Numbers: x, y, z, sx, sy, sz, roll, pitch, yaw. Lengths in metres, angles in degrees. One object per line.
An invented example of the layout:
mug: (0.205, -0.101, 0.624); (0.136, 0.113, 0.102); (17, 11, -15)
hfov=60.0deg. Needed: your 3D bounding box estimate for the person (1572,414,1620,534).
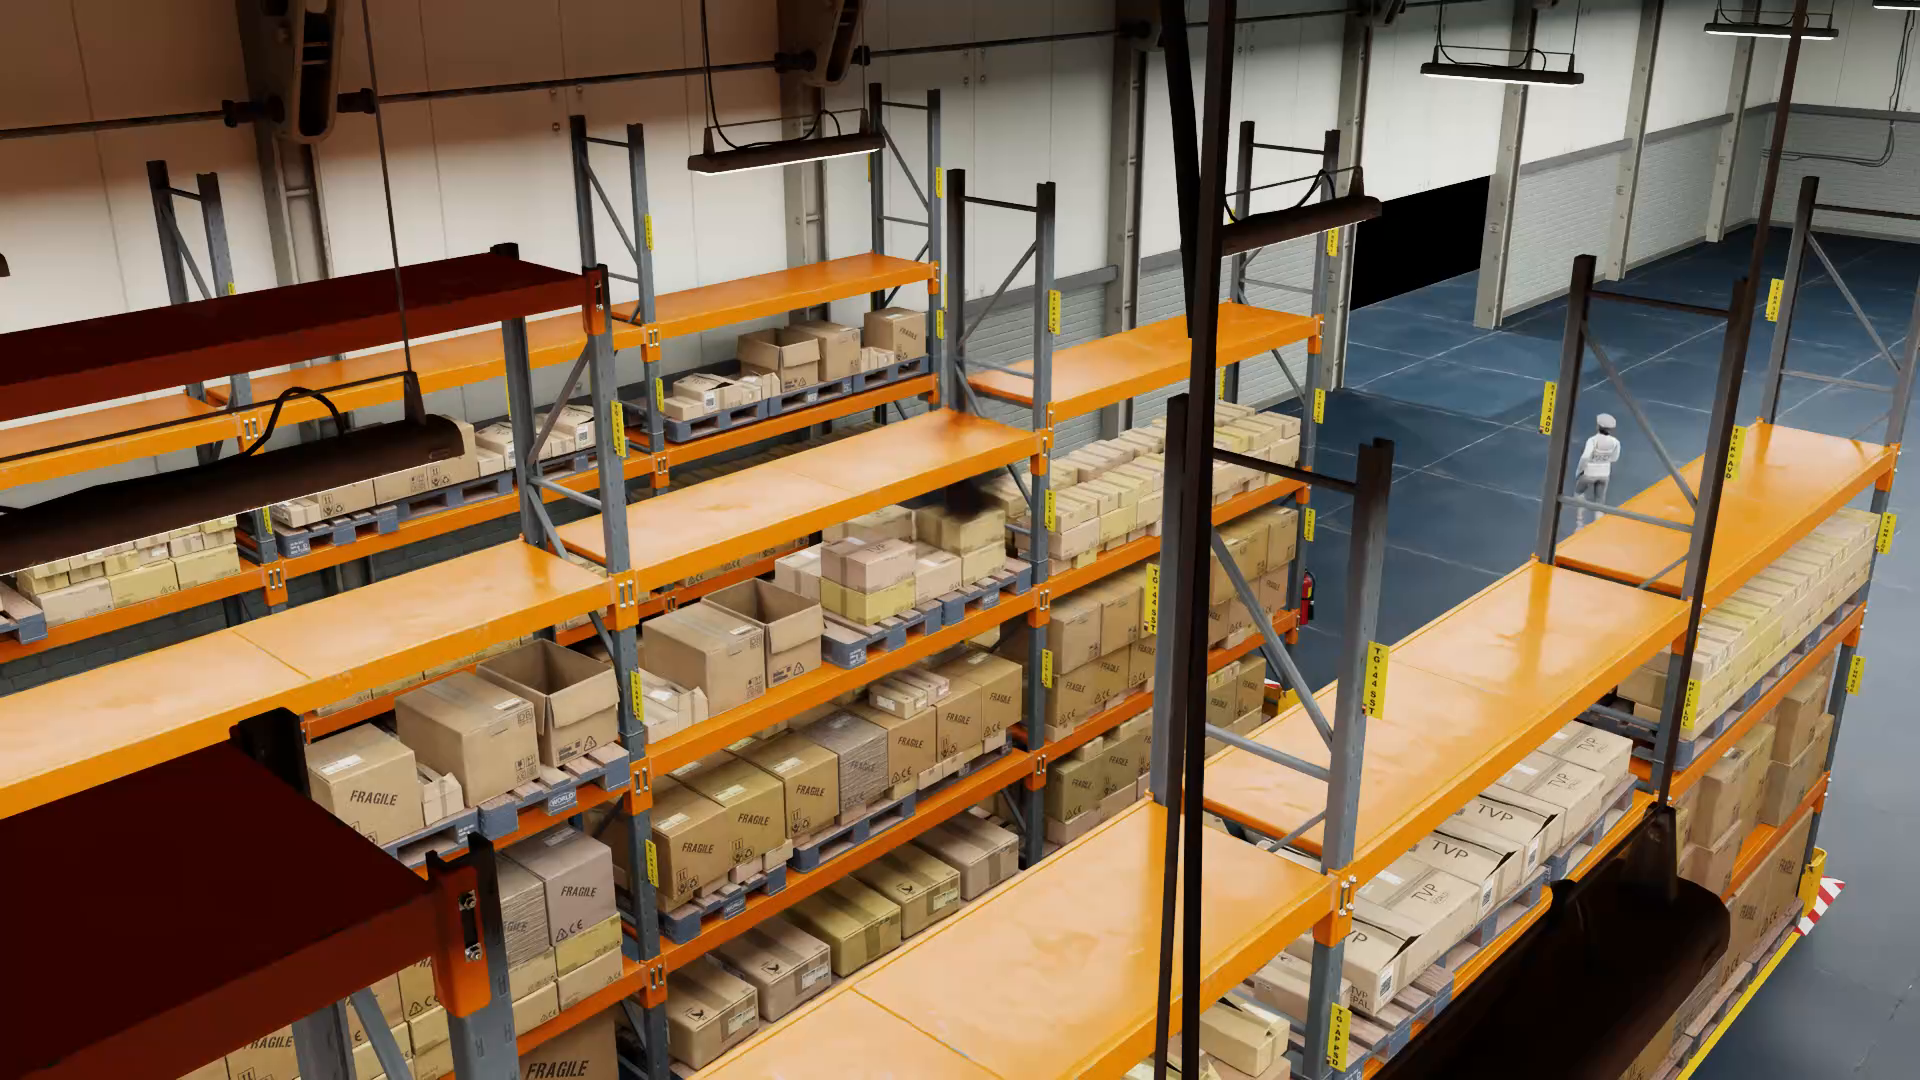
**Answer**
person: (8.315, -0.821, 21.810); (0.579, 1.725, 0.703); (1, 21, 3)
